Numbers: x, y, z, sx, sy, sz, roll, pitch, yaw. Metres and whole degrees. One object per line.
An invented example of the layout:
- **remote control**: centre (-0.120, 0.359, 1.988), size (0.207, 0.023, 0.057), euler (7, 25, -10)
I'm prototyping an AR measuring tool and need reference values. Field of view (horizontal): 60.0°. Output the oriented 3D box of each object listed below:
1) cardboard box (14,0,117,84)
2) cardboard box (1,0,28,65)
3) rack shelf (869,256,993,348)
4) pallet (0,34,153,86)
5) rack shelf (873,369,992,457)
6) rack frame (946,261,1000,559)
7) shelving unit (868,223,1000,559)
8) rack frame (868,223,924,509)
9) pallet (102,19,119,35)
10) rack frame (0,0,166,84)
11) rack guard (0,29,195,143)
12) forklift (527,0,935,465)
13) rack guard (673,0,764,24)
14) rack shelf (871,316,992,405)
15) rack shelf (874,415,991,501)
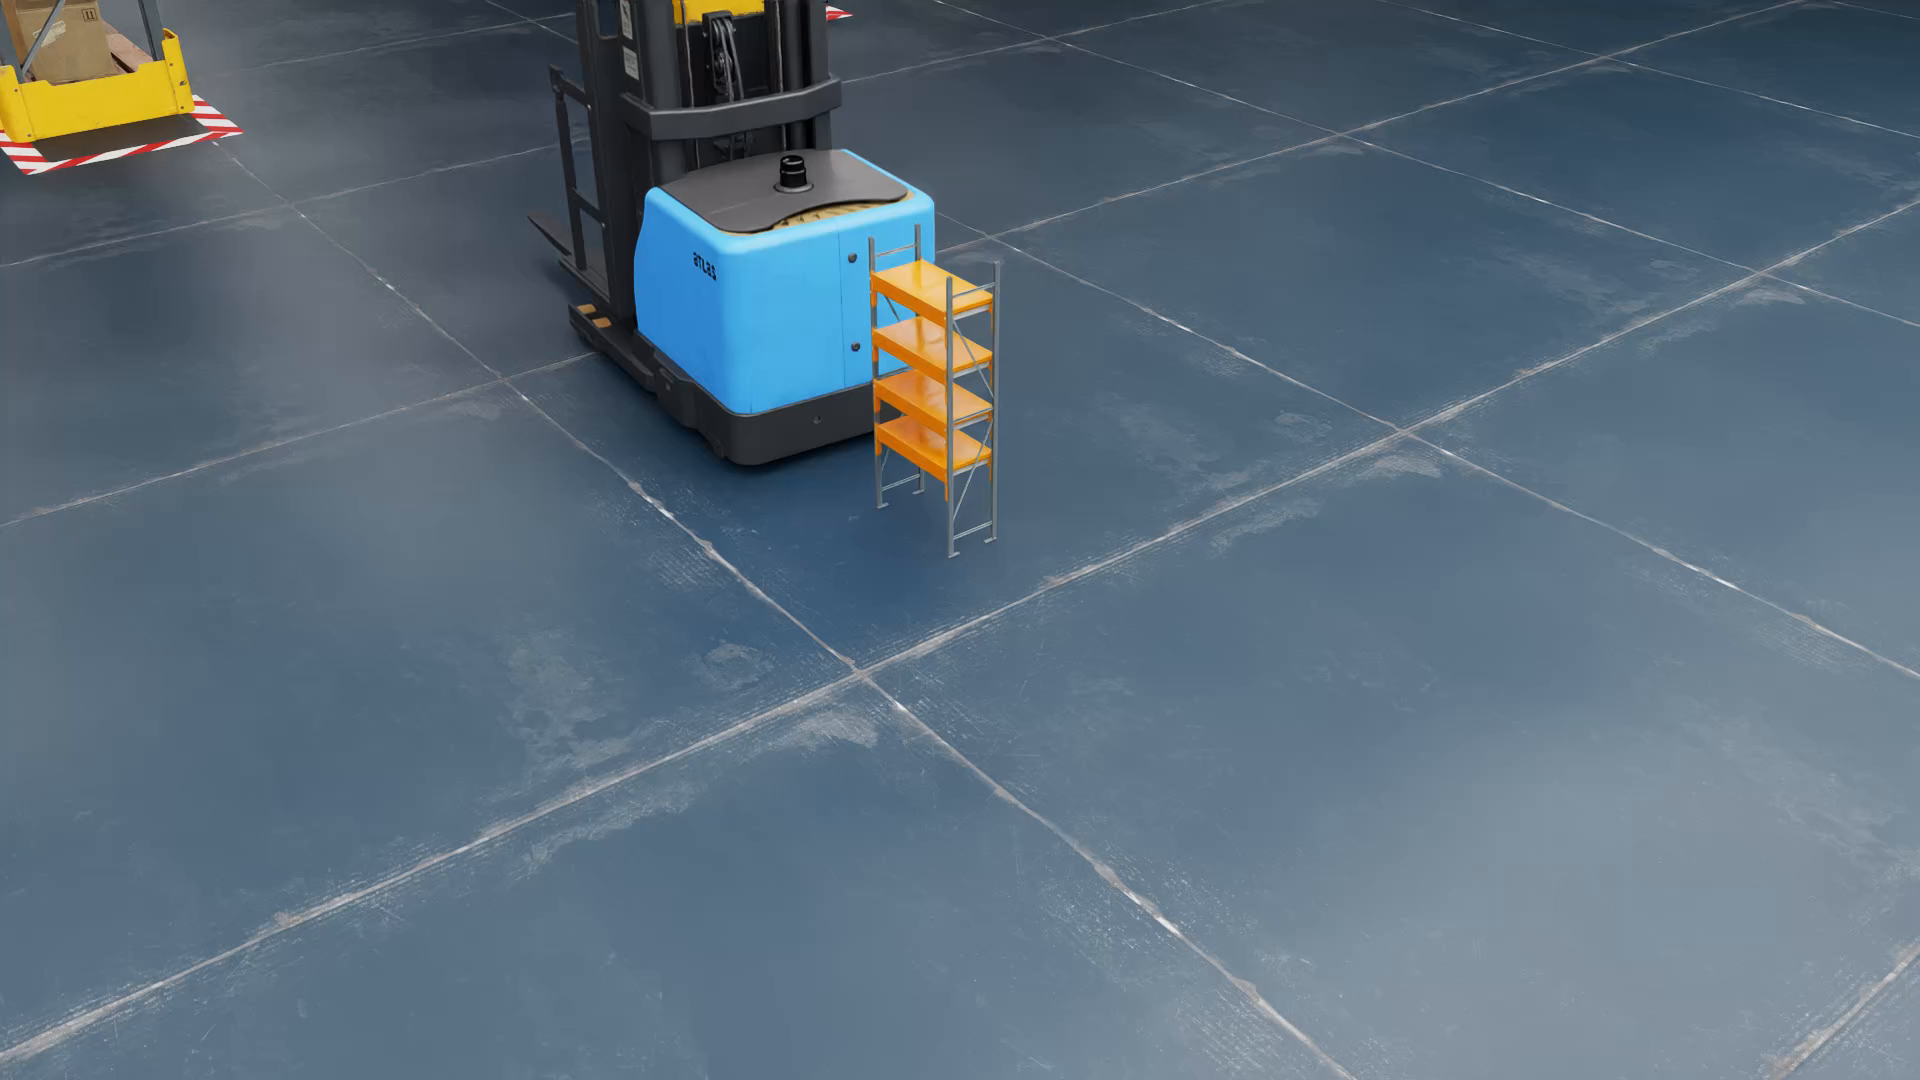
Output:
- **cardboard box**: centre (-6.185, -3.489, 11.496), size (0.500, 0.500, 0.500), euler (-15, 35, -23)
- **cardboard box**: centre (-6.578, -3.727, 11.879), size (0.500, 0.500, 0.500), euler (-12, 34, -19)
- **rack shelf**: centre (-0.101, -0.913, 6.337), size (0.258, 0.148, 0.480), euler (-22, 38, -31)
- **pallet**: centre (-6.332, -3.304, 11.870), size (1.003, 0.211, 1.213), euler (-22, 38, -31)
- **rack shelf**: centre (-0.101, -0.522, 6.580), size (0.258, 0.148, 0.480), euler (-22, 38, -31)
- **rack frame**: centre (0.048, -0.477, 6.381), size (0.240, 1.200, 0.015), euler (-22, 38, -31)
- **shelving unit**: centre (-0.101, -0.579, 6.545), size (0.258, 1.200, 0.503), euler (-22, 38, -31)
- **rack frame**: centre (-0.251, -0.680, 6.708), size (0.240, 1.200, 0.015), euler (-22, 38, -31)
- **pallet**: centre (-7.076, -3.812, 12.688), size (1.003, 0.211, 1.213), euler (-22, 38, -31)
- **rack frame**: centre (-5.815, -4.107, 10.519), size (1.000, 3.000, 0.127), euler (-22, 38, -31)
- **rack guard**: centre (-5.862, -3.077, 11.230), size (1.175, 0.500, 0.348), euler (-22, 38, -31)
- **forklift**: centre (-1.312, -2.304, 7.681), size (1.130, 2.935, 3.031), euler (-19, 36, -27)
- **rack guard**: centre (-1.820, -4.598, 13.679), size (1.175, 0.500, 0.348), euler (-22, 38, -31)
- **rack shelf**: centre (-0.101, -0.712, 6.462), size (0.258, 0.148, 0.480), euler (-22, 38, -31)
- **rack shelf**: centre (-0.102, -0.353, 6.685), size (0.258, 0.148, 0.480), euler (-22, 38, -31)
